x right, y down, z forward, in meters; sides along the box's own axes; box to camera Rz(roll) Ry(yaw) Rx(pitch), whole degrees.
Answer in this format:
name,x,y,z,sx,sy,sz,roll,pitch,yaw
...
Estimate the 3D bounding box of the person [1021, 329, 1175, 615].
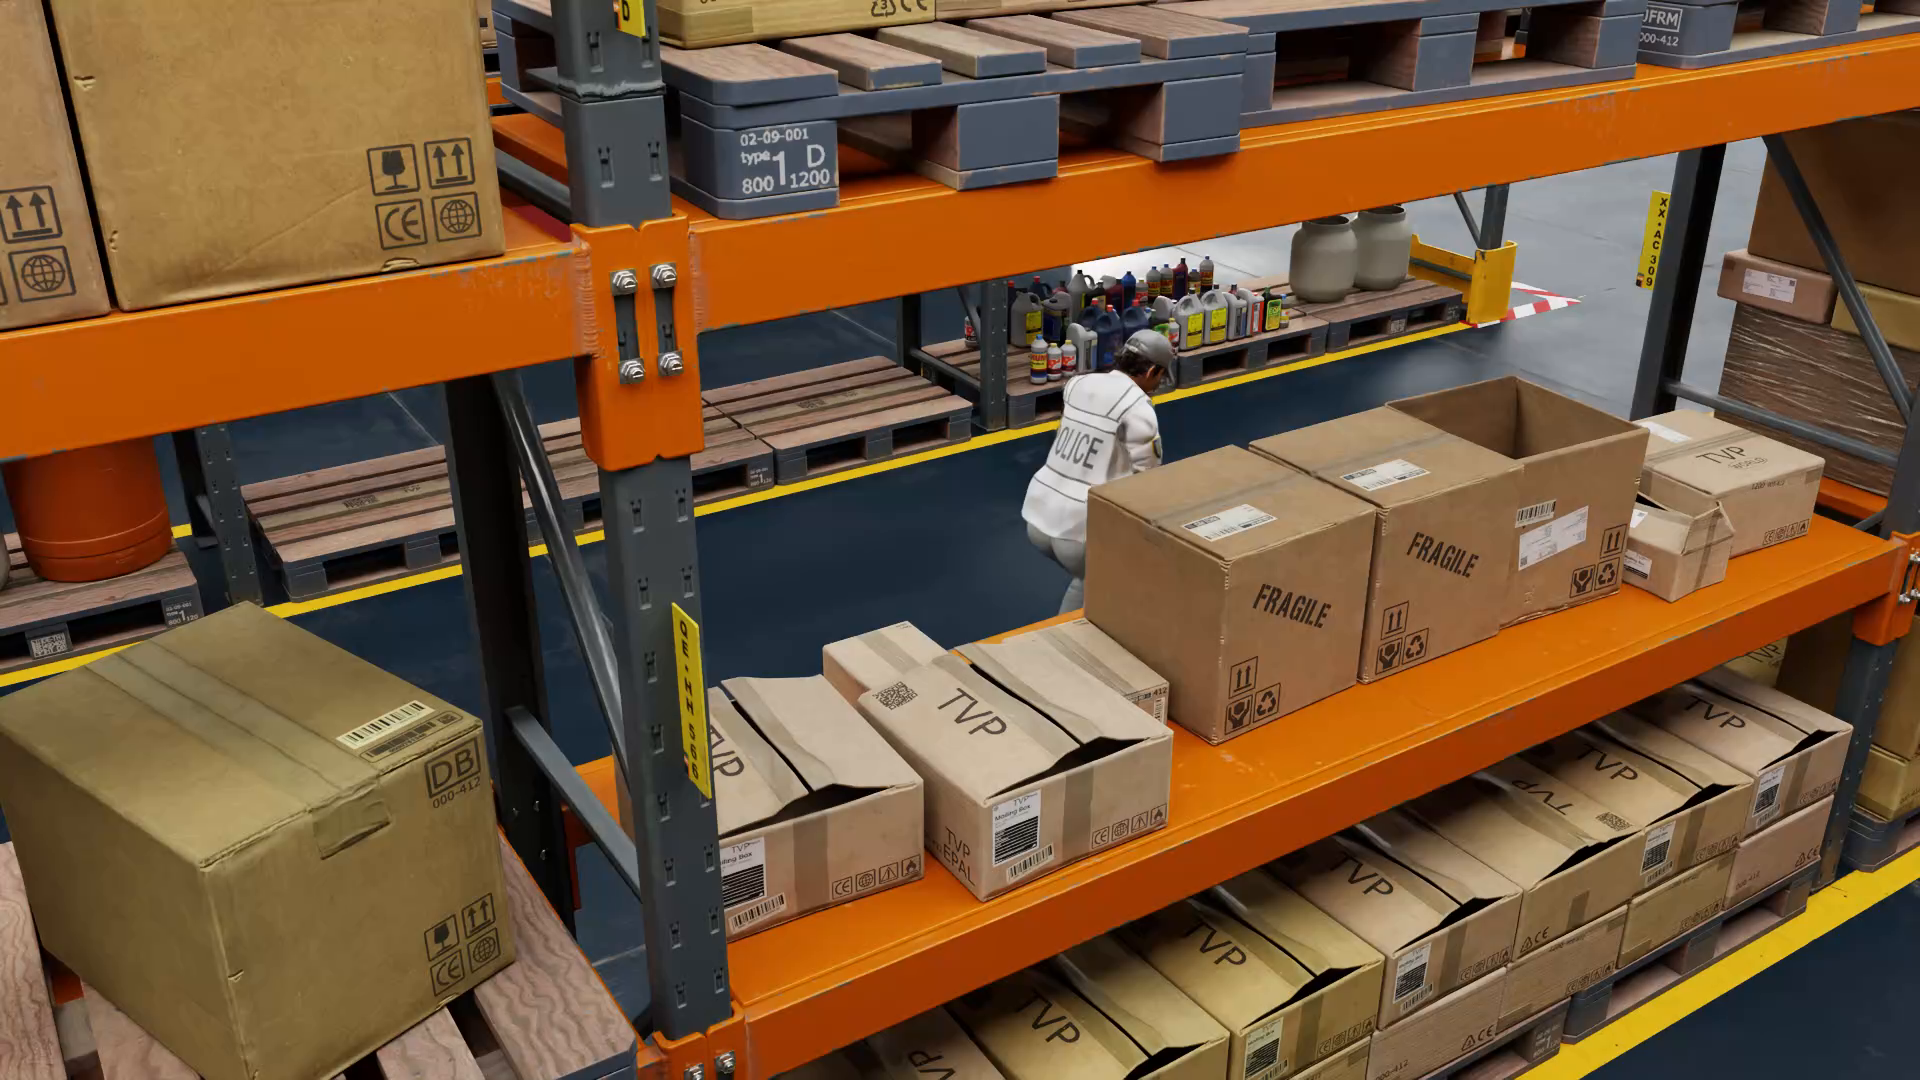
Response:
name,x,y,z,sx,sy,sz,roll,pitch,yaw
person,0.554,-0.079,6.506,0.650,1.480,0.528,-15,29,-29
